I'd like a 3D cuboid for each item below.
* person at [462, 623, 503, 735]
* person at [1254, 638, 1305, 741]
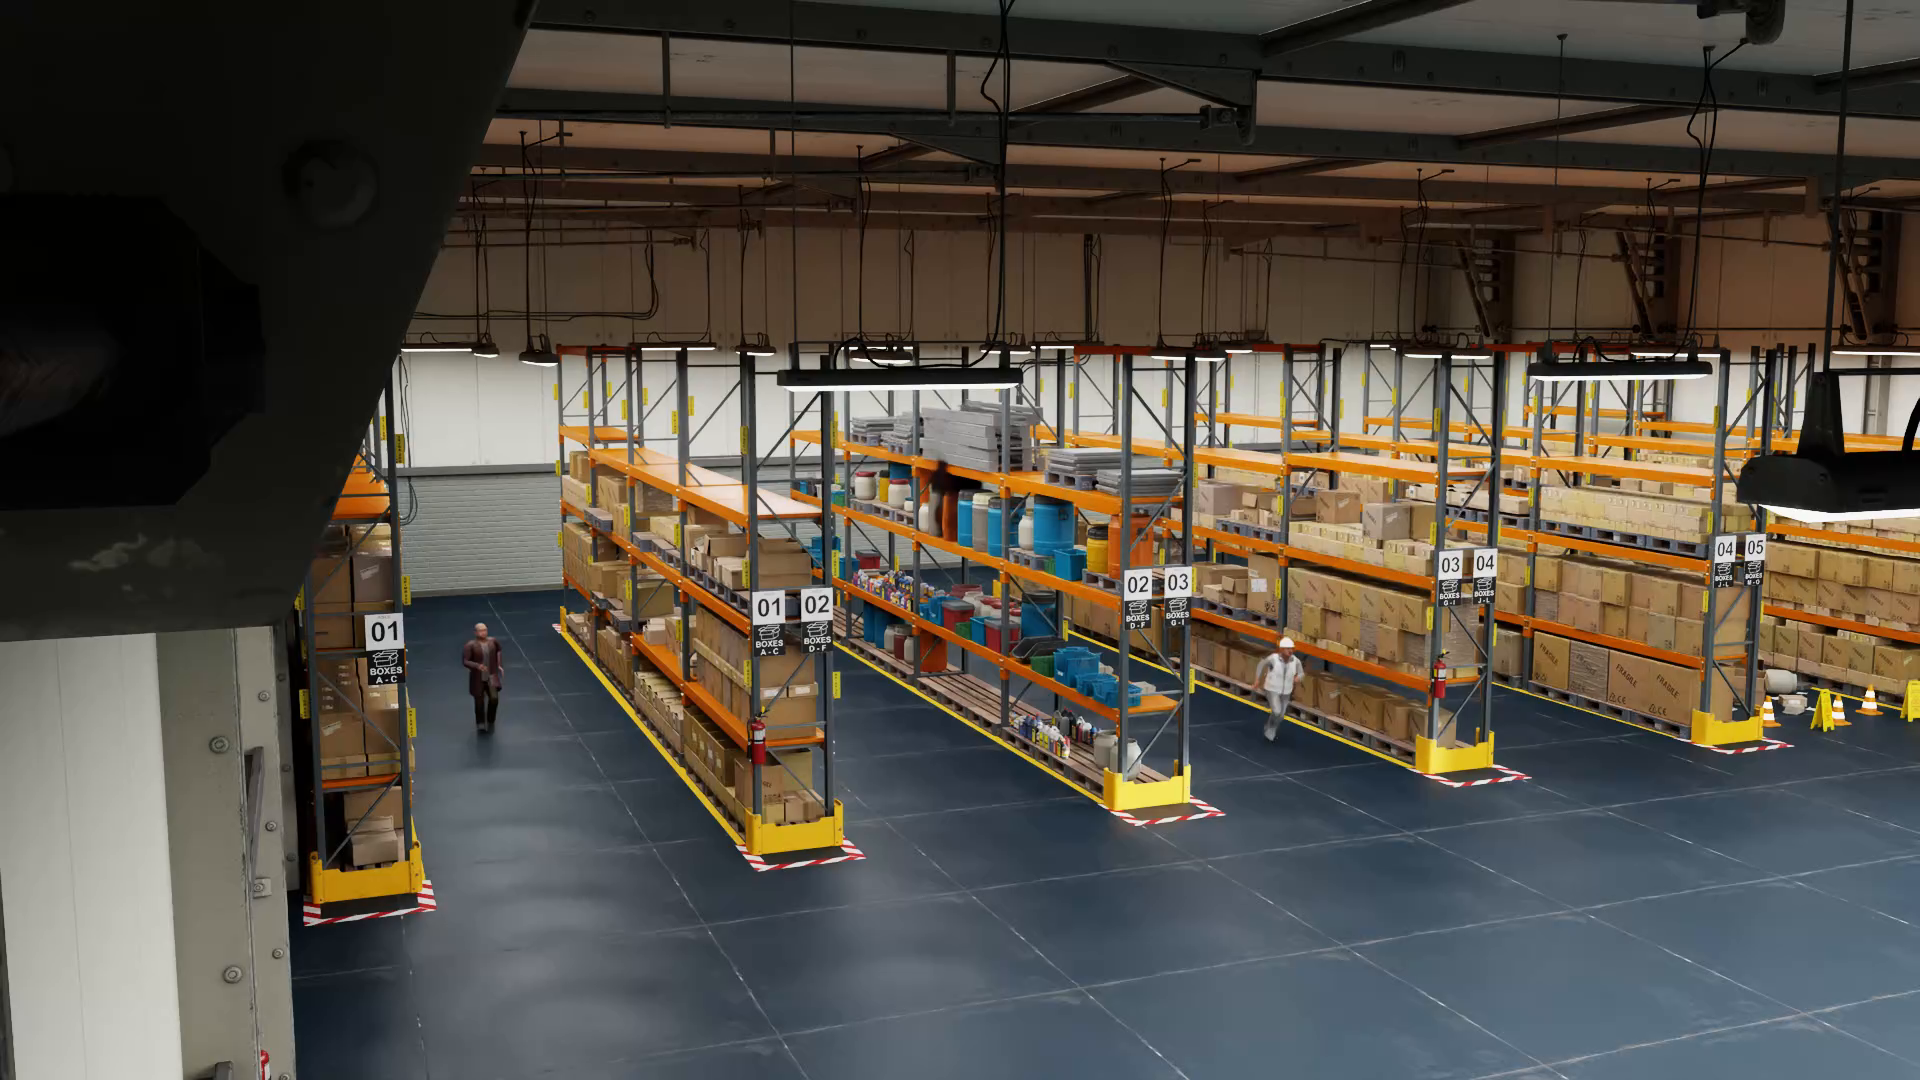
[{"bbox_3d":[-7.424,2.171,25.928,0.652,1.779,0.849,-3,8,-25],"label":"person"},{"bbox_3d":[4.884,2.279,25.382,0.655,1.650,0.957,-2,7,-14],"label":"person"}]
